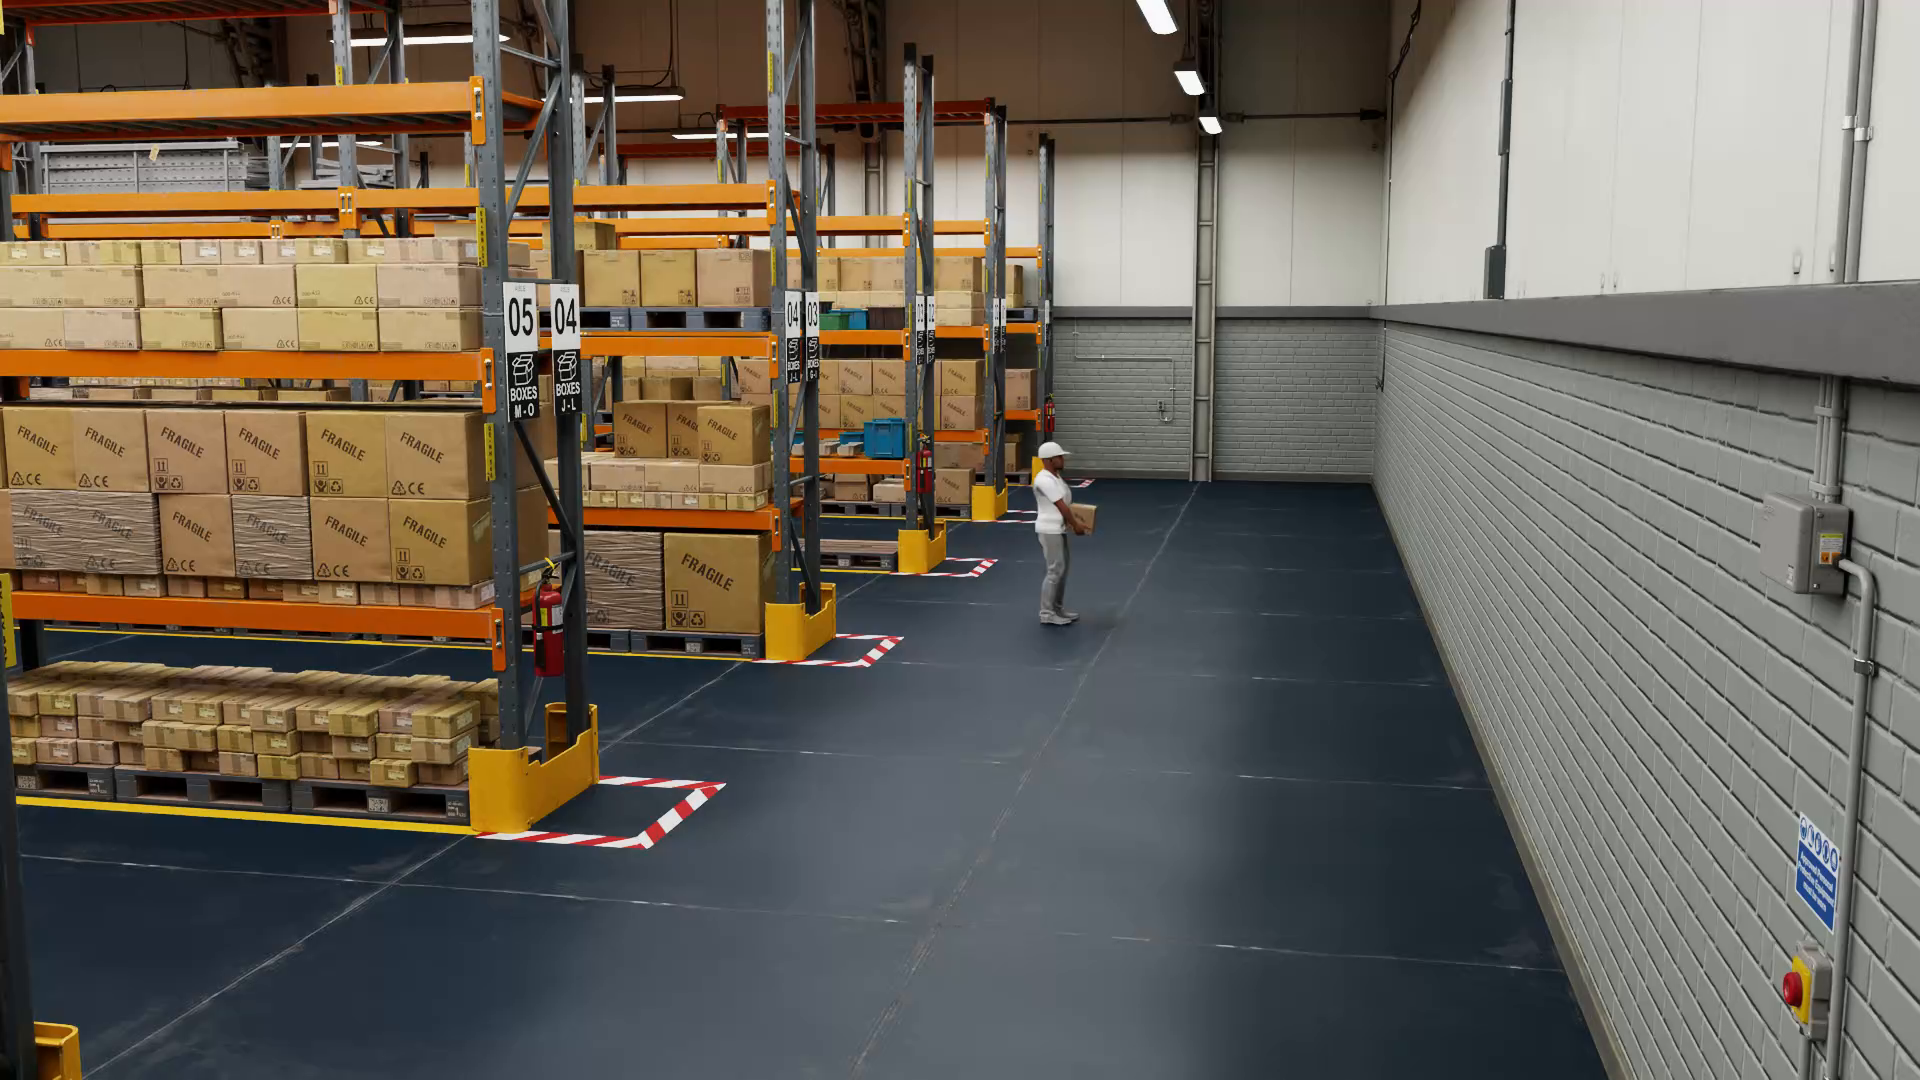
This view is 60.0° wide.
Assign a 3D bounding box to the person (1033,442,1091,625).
[{"bbox_3d":[1.020,-0.071,16.249,0.575,1.762,0.504,2,8,12],"label":"person"}]
